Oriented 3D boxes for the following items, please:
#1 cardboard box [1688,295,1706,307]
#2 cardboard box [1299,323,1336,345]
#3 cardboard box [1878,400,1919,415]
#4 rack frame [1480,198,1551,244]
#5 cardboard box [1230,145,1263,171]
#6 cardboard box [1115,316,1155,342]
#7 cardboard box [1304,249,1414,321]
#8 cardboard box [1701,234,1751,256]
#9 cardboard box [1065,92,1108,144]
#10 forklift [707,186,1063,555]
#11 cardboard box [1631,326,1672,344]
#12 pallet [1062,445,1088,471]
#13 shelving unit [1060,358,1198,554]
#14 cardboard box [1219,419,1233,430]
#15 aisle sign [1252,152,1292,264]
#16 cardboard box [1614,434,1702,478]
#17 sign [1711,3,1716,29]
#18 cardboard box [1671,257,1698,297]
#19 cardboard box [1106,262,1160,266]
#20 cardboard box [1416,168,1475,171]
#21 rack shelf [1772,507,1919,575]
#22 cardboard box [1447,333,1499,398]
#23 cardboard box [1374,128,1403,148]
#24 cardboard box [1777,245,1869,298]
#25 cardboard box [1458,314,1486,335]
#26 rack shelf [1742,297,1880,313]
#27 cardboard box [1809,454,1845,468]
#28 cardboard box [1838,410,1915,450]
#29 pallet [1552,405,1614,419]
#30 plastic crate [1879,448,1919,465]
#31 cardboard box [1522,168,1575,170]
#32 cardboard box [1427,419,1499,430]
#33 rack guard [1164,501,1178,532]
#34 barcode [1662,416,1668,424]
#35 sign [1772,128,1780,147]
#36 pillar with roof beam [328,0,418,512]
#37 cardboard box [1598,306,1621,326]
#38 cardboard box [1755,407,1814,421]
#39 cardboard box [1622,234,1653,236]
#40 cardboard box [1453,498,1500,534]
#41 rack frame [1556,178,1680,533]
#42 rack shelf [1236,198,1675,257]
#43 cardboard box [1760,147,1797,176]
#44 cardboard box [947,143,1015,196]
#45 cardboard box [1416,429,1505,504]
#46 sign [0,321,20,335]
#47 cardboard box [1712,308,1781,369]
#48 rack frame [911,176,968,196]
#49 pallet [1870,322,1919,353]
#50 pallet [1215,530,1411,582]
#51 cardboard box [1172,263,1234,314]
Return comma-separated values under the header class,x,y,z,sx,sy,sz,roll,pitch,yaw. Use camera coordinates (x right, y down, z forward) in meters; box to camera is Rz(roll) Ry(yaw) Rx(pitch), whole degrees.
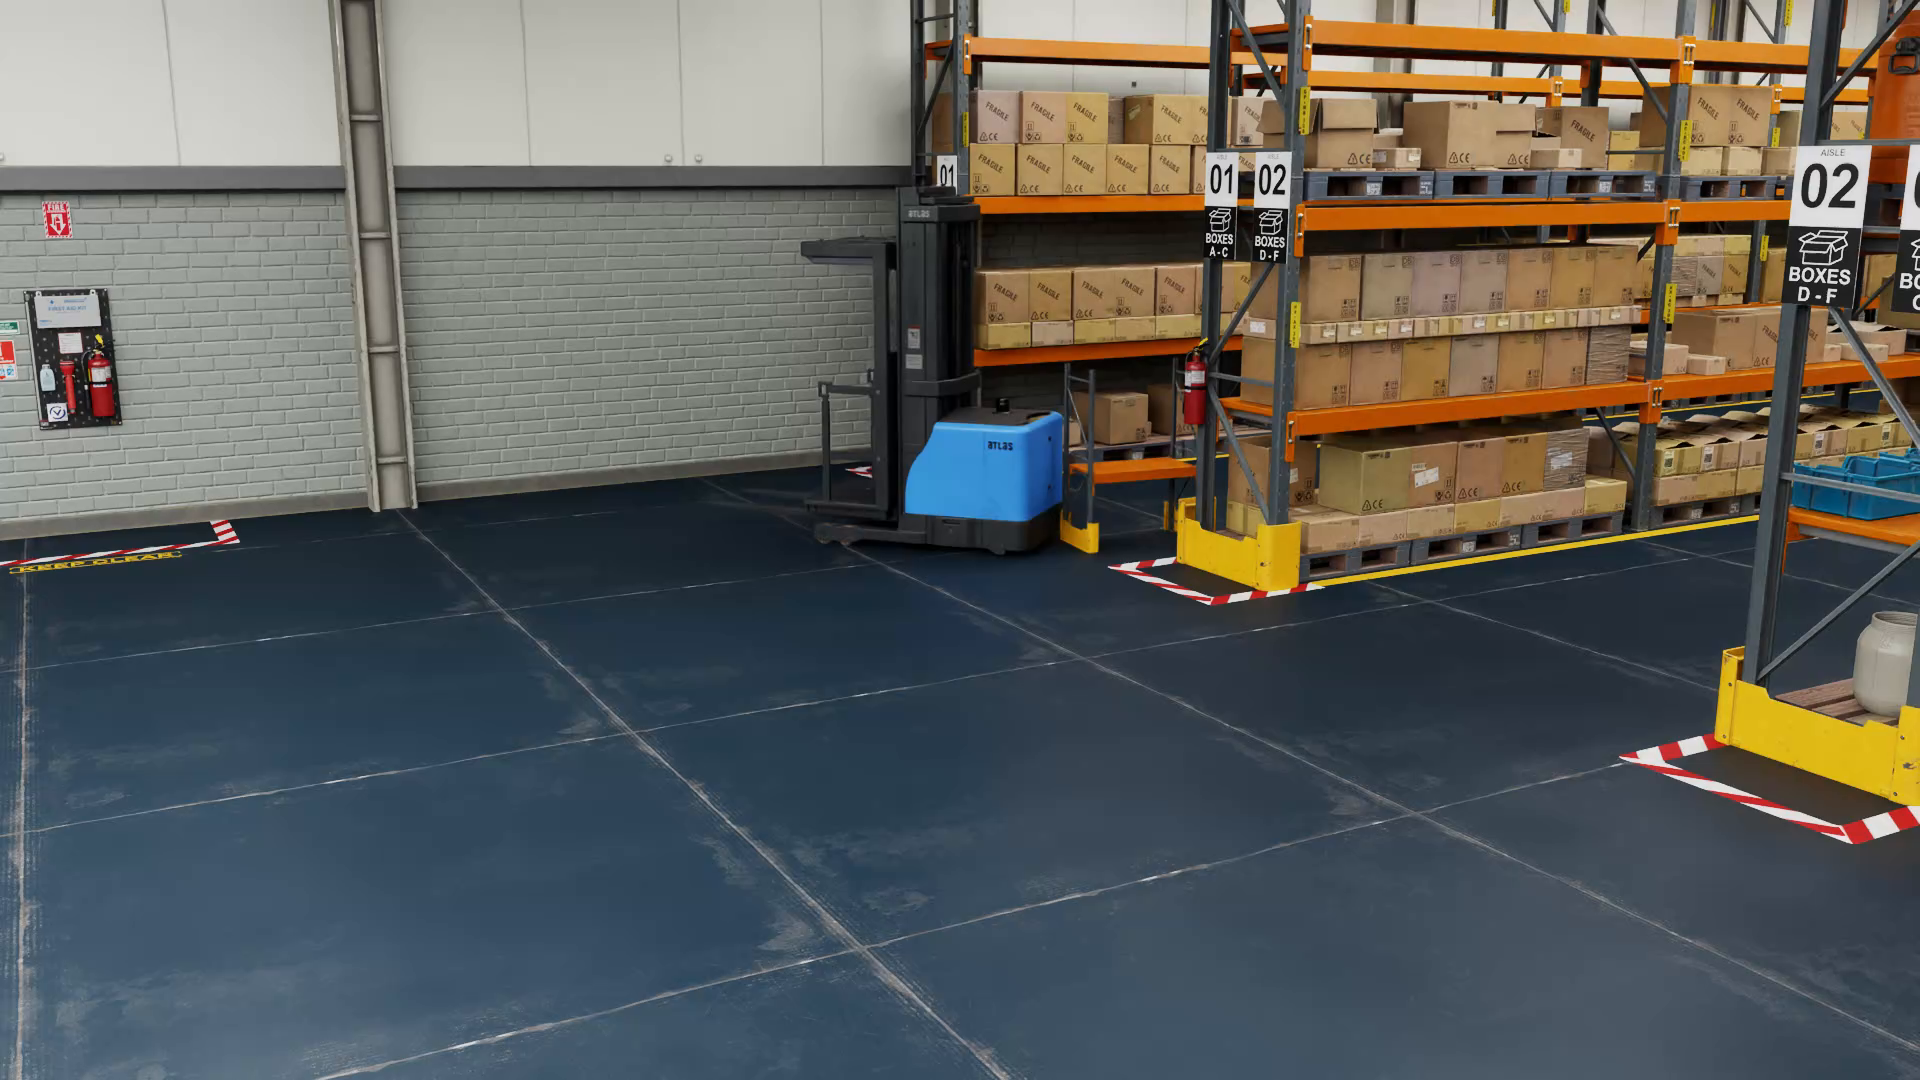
class,x,y,z,sx,sy,sz,roll,pitch,yaw
cardboard box,9.501,-3.132,21.719,0.250,0.149,0.380,-7,14,-28
cardboard box,2.617,-1.572,12.556,0.250,0.149,0.380,-7,14,-28
cardboard box,9.899,-1.187,17.243,0.500,0.500,0.500,-6,14,-26
rack frame,6.814,-3.003,20.619,0.127,3.000,1.000,-7,14,-28
cardboard box,2.976,-4.003,17.958,0.500,0.500,0.500,-6,14,-26
cardboard box,1.716,-2.250,17.572,0.500,0.250,0.500,-7,14,-27
cardboard box,3.090,-1.997,12.968,0.500,0.500,0.700,-7,15,-29
cardboard box,10.038,-3.894,21.923,0.500,0.250,0.500,-6,14,-26
cardboard box,1.156,-4.263,16.839,0.500,0.500,0.500,-6,14,-26
forklift,-0.687,-1.490,14.056,3.031,2.935,1.130,5,14,21
cardboard box,9.038,-2.392,21.845,0.750,0.750,0.750,-6,14,-26
pallet,0.589,-0.887,17.570,1.213,0.211,1.003,-7,14,-28
shelving unit,1.455,-0.723,13.904,1.083,1.500,0.587,-5,14,-22
cardboard box,2.848,-1.352,18.736,0.250,0.166,0.380,-9,16,-35
aisle sign,2.258,-2.409,12.061,0.004,0.787,0.394,-7,14,-28
cardboard box,6.162,-0.760,14.683,0.500,0.311,0.500,-7,14,-28
sign,10.081,-6.993,22.197,0.005,0.325,0.100,-7,14,-28
cardboard box,9.152,-3.423,21.537,0.500,0.500,0.500,-7,14,-28
cardboard box,1.895,-2.770,18.173,0.500,0.500,0.500,-6,14,-26
cardboard box,5.632,-4.408,19.749,0.637,0.503,0.797,-5,14,-20
rack shelf,6.295,-0.111,9.410,4.000,0.370,1.077,-7,14,-28
cardboard box,3.942,-1.465,13.561,0.500,0.500,0.700,-6,14,-26
cardboard box,3.541,-3.130,13.282,0.500,0.311,0.500,-5,14,-21
cardboard box,12.086,-3.778,23.380,0.700,0.700,0.980,-8,15,-31
cardboard box,3.966,-1.733,13.274,0.250,0.149,0.380,-7,14,-27
rack shelf,12.080,-3.283,23.503,4.000,0.370,1.077,-7,14,-28
cardboard box,7.952,-0.702,15.703,0.500,0.250,0.500,-6,14,-27
cardboard box,8.849,-1.083,16.117,0.500,0.311,0.500,-6,14,-26
pallet,7.542,-1.711,21.229,1.213,0.211,1.003,-7,14,-28
plastic crate,5.408,-0.357,9.201,0.408,0.251,0.499,-7,14,-28
cardboard box,7.204,-4.790,20.502,0.500,0.500,0.700,-8,15,-32
cardboard box,4.245,-0.763,14.266,0.500,0.500,0.500,-7,14,-28
rack guard,1.916,-0.154,14.224,0.087,0.250,0.587,-5,14,-22
barcode,6.103,-1.038,14.392,0.075,0.075,0.001,-7,14,-28
sign,10.593,-5.189,21.608,0.005,0.325,0.100,-7,14,-28
pillar with roof beam,-3.212,-3.867,10.797,0.400,9.000,9.100,-7,14,-28
cardboard box,5.326,-1.897,14.002,0.250,0.149,0.380,-7,15,-29
cardboard box,8.133,-1.130,16.327,0.500,0.311,0.500,-7,15,-29
cardboard box,8.903,-3.885,21.880,0.500,0.250,0.500,-7,15,-30
cardboard box,4.064,-0.241,13.655,0.500,0.250,0.500,-7,14,-28
rack frame,5.680,-1.627,14.509,0.127,3.000,1.000,-7,14,-28
rack shelf,3.924,-2.529,13.324,4.000,0.370,1.077,-7,14,-28
cardboard box,7.387,-3.412,14.991,0.500,0.250,0.500,-8,15,-33
cardboard box,0.205,-3.670,16.479,0.500,0.500,0.500,-6,14,-26
cardboard box,4.064,-0.607,13.572,0.500,0.500,0.500,-7,14,-28
sign,-7.988,-1.754,13.782,0.331,0.109,0.001,-7,14,-28
cardboard box,7.264,-1.862,15.323,0.500,0.500,0.500,-7,14,-28
rack frame,-0.208,-2.161,16.879,0.127,3.000,1.000,-7,14,-28
pallet,9.752,-2.039,16.777,1.003,0.211,1.213,-7,14,-28
pallet,2.820,0.065,13.338,1.213,0.211,1.003,-7,14,-28
cardboard box,2.601,-2.721,17.957,0.500,0.500,0.500,-7,14,-28
